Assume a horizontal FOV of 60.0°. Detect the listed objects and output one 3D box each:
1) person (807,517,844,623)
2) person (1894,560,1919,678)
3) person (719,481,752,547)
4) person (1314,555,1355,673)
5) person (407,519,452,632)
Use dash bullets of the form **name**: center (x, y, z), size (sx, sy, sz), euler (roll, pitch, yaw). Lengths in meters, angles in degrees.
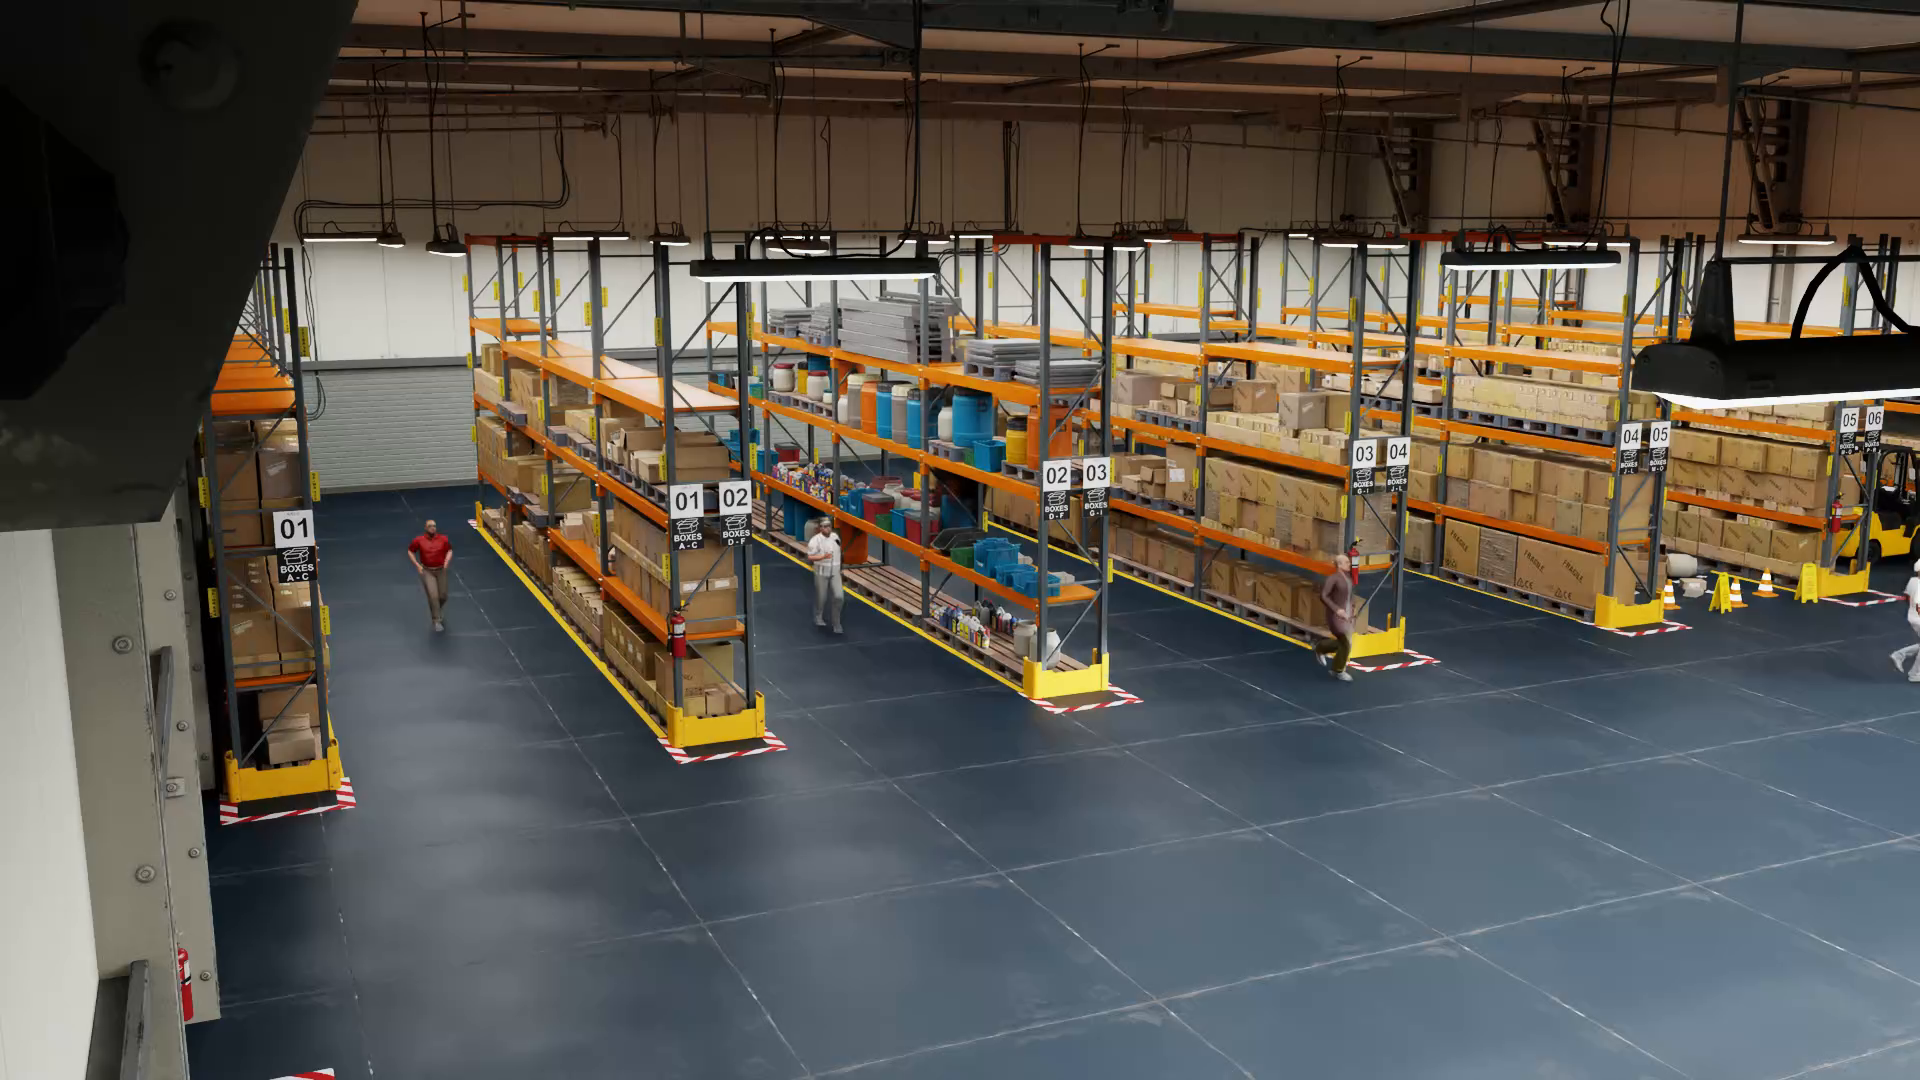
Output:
- **person**: center (-2.049, 0.447, 25.691), size (0.640, 1.652, 0.732), euler (-5, 12, -25)
- **person**: center (13.244, 1.082, 22.880), size (0.561, 1.660, 0.697), euler (4, 12, 20)
- **person**: center (8.184, 0.704, 21.181), size (18.879, 3.203, 11.734), euler (6, 12, 26)
- **person**: center (5.241, 1.013, 23.198), size (0.646, 1.653, 0.740), euler (9, 14, 38)
- **person**: center (-8.251, 0.521, 25.993), size (0.671, 1.717, 0.774), euler (-7, 13, -31)
